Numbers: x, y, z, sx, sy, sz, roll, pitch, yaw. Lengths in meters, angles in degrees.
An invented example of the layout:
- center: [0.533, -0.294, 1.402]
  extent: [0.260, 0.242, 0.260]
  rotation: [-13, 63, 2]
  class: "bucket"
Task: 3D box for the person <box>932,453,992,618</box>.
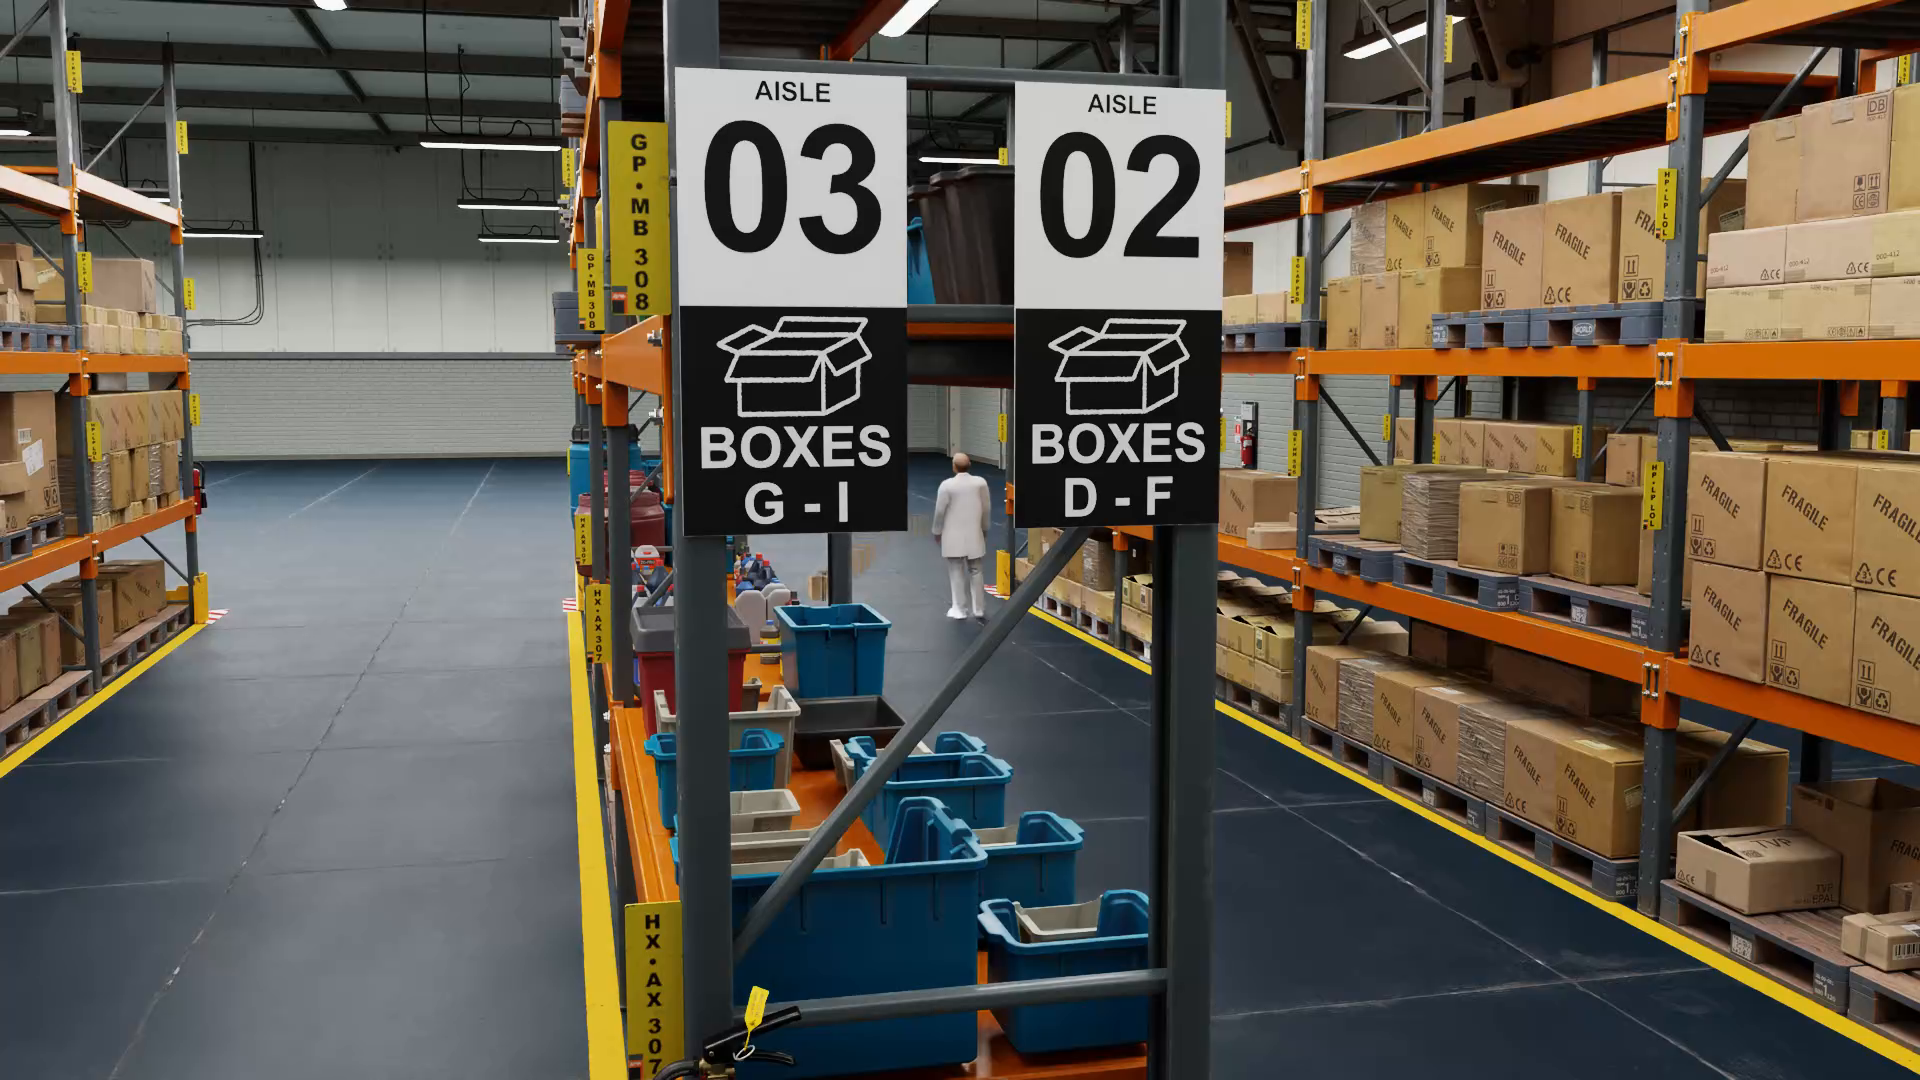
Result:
- center: [0.004, 0.042, 17.869]
  extent: [0.645, 1.574, 0.580]
  rotation: [-1, 6, -14]
  class: "person"
